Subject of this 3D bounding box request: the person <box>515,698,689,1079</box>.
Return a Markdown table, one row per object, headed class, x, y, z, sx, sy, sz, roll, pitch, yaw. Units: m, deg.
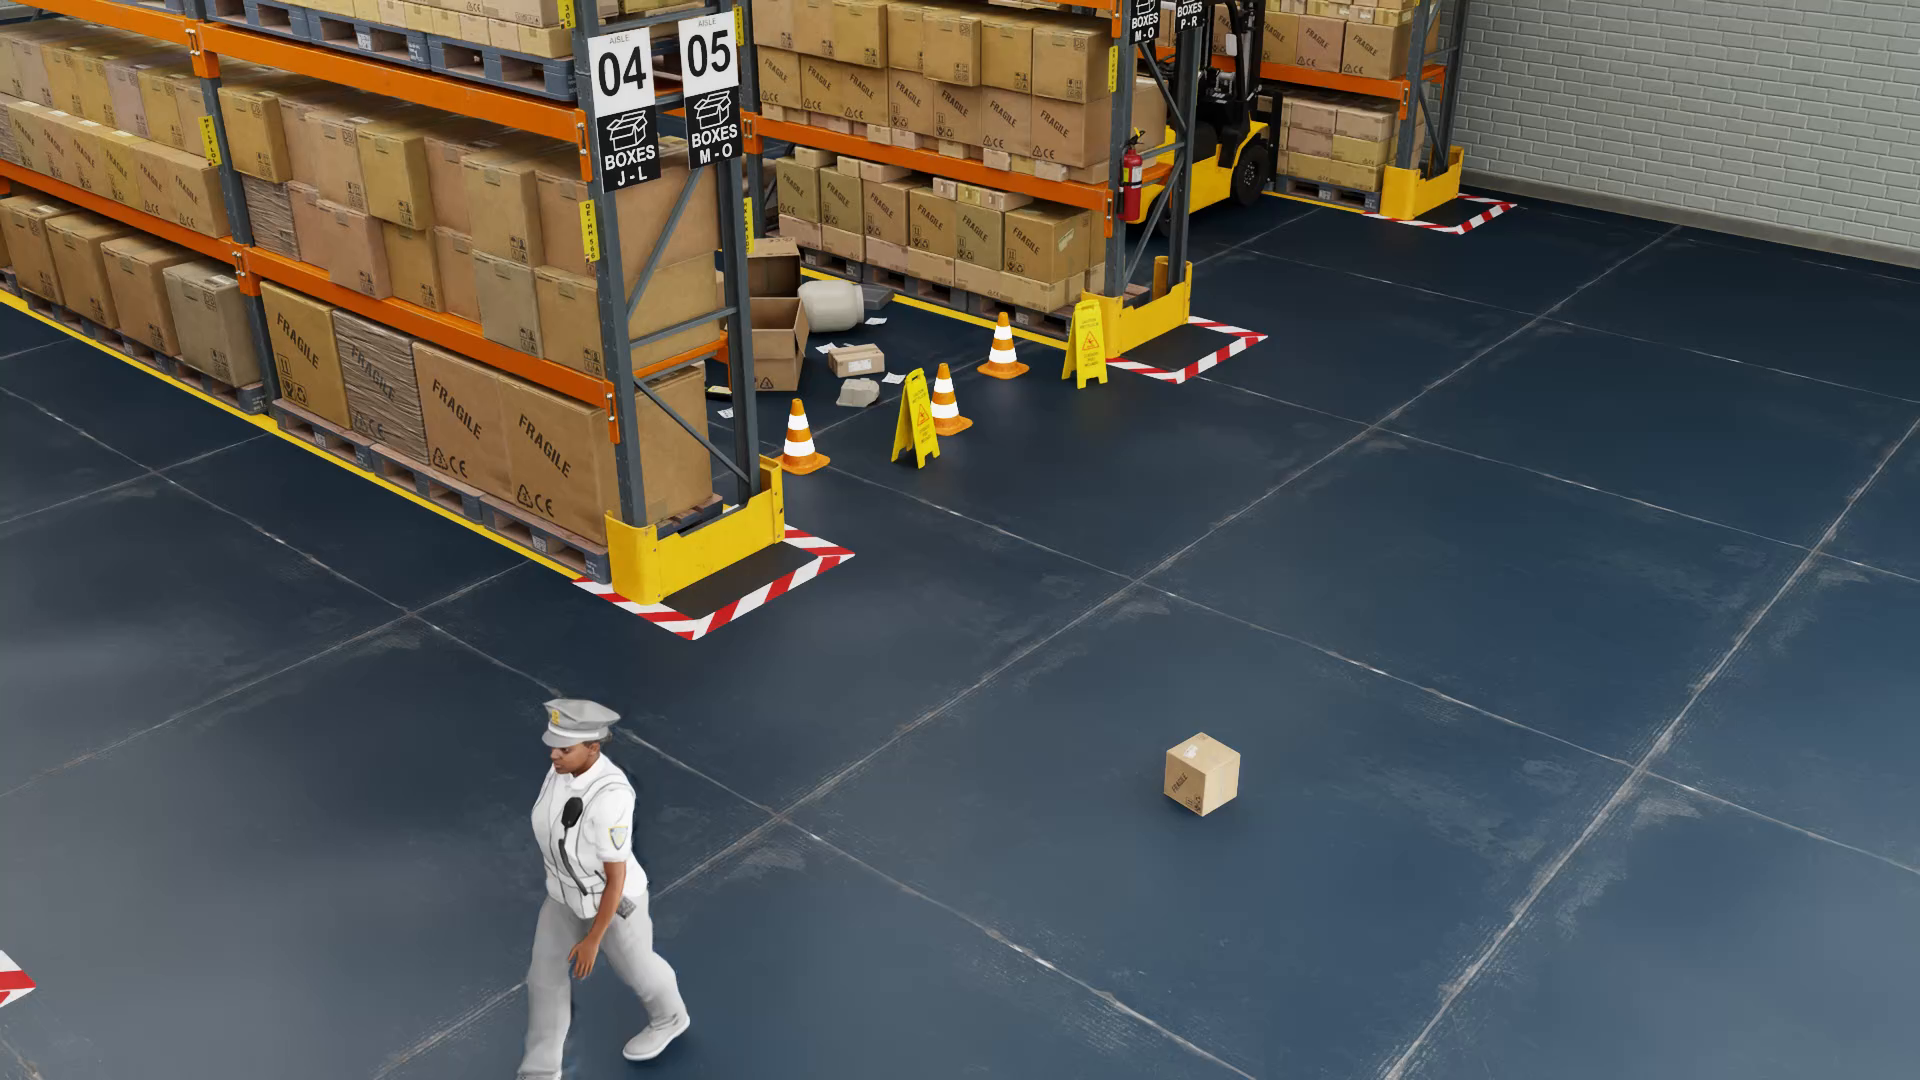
| class | x | y | z | sx | sy | sz | roll | pitch | yaw |
| --- | --- | --- | --- | --- | --- | --- | --- | --- | --- |
| person | -1.382 | 1.337 | 6.032 | 0.486 | 1.708 | 0.793 | 24 | 36 | 38 |
